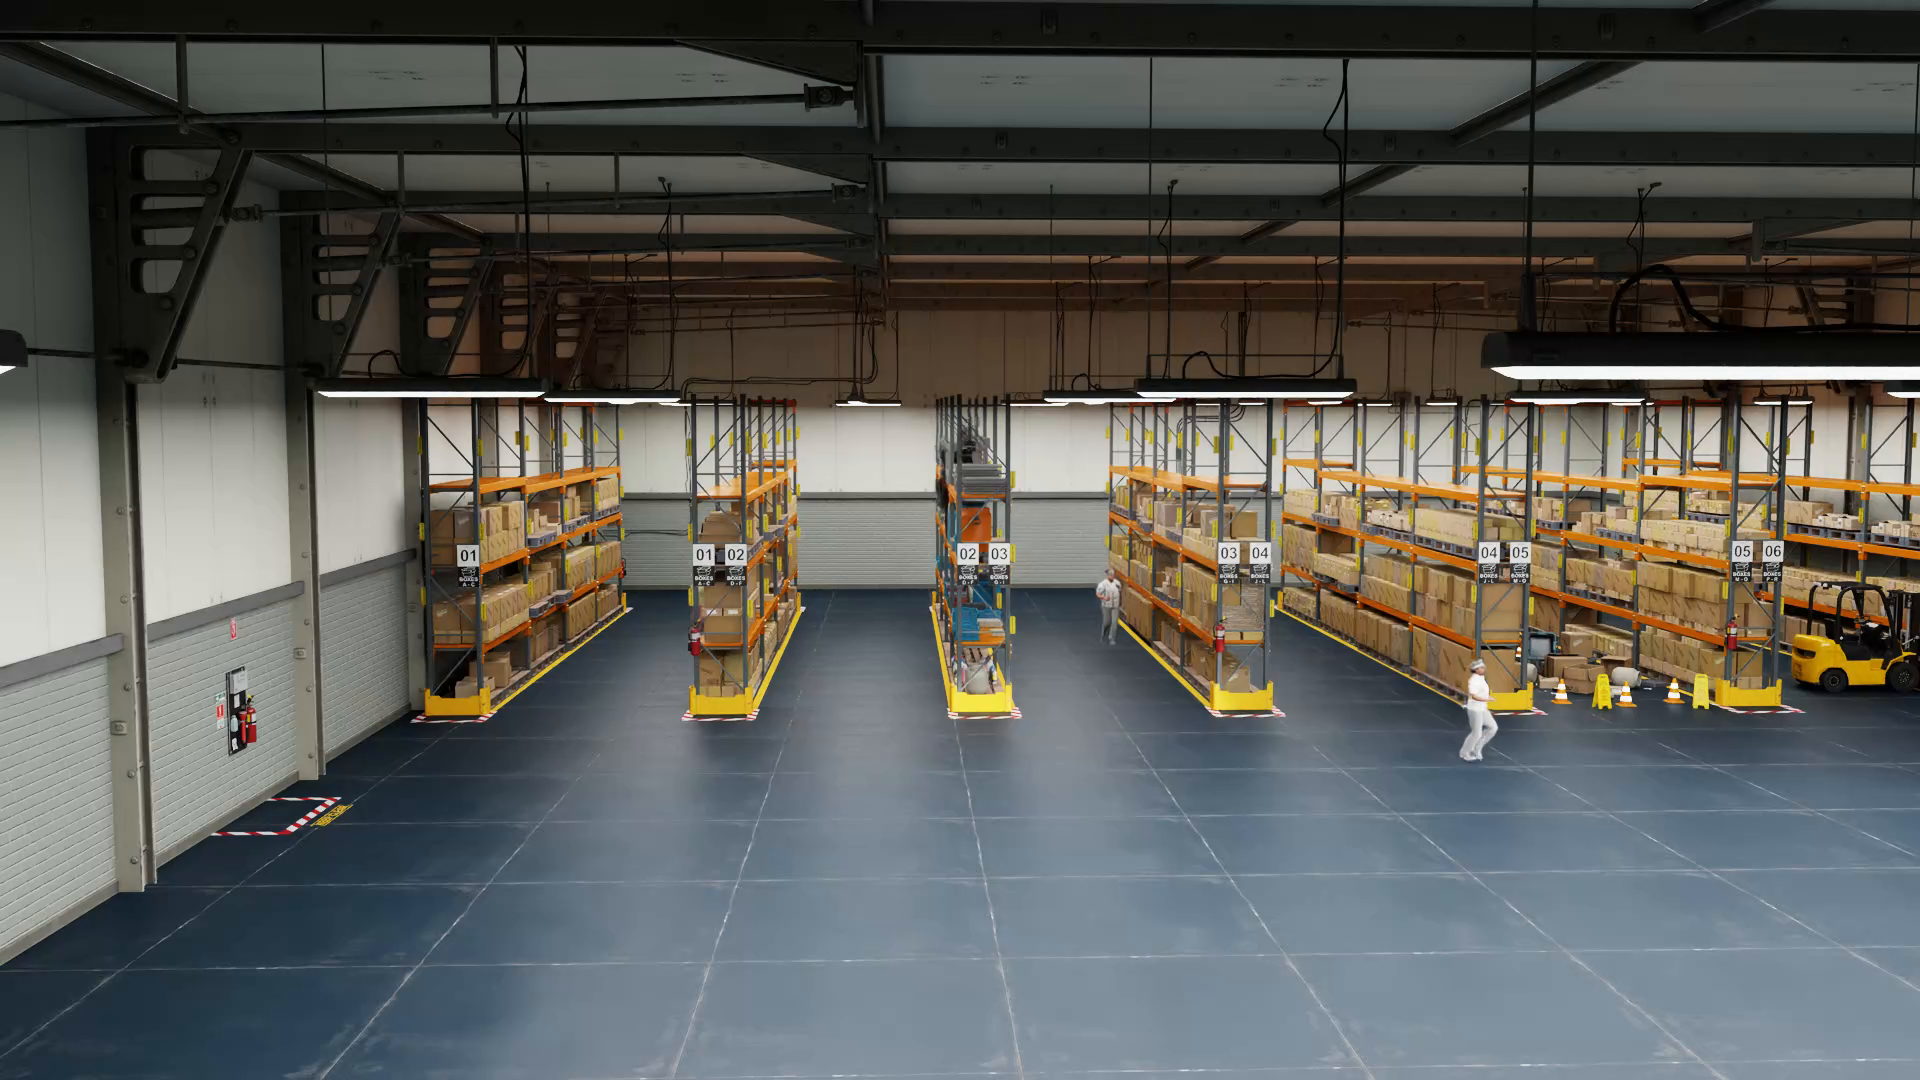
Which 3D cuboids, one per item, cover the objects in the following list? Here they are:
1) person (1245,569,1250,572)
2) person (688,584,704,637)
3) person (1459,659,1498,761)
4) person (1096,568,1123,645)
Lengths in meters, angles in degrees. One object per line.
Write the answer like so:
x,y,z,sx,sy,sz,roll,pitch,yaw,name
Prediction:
8.311,1.164,48.345,0.572,1.550,0.567,4,6,44,person
-6.508,1.639,41.484,0.624,1.638,0.514,0,5,3,person
8.406,2.758,26.933,0.610,1.693,0.637,3,5,31,person
3.484,1.533,38.544,0.668,1.786,0.678,-1,5,-13,person
